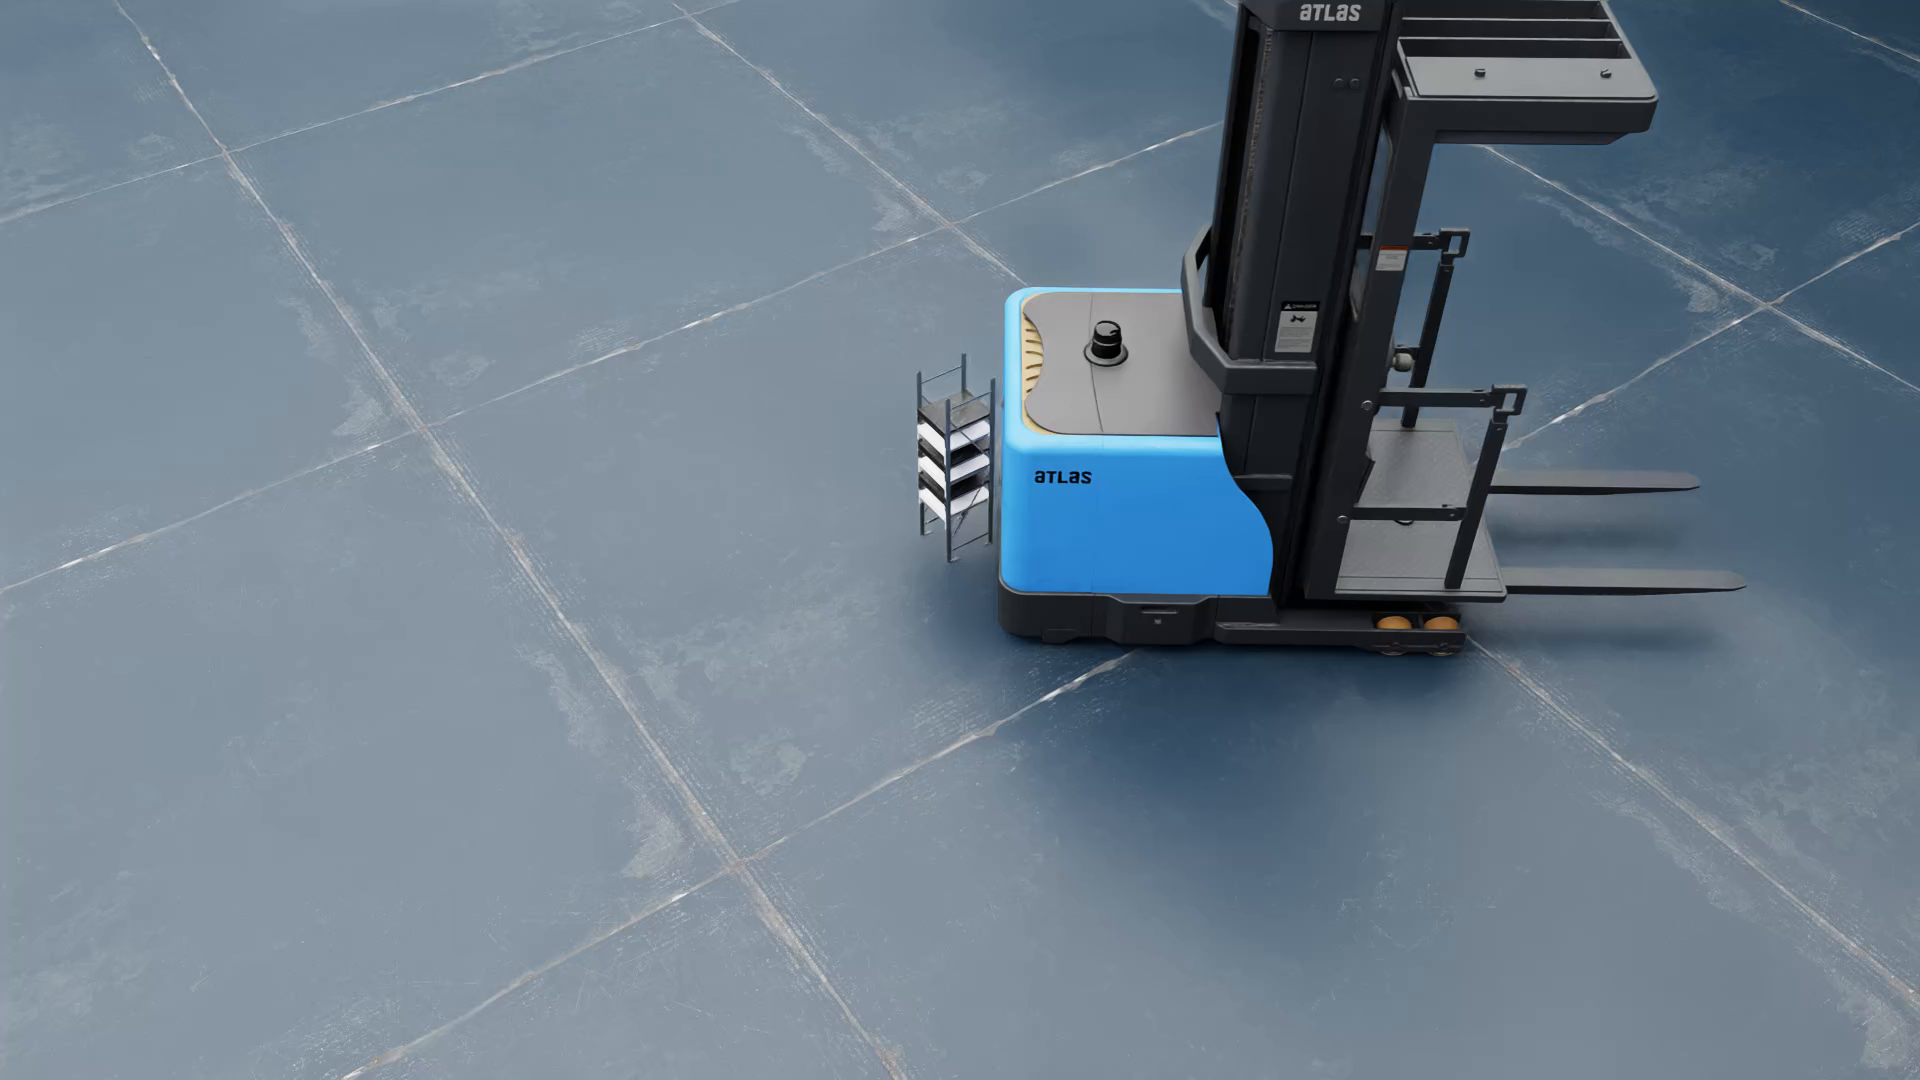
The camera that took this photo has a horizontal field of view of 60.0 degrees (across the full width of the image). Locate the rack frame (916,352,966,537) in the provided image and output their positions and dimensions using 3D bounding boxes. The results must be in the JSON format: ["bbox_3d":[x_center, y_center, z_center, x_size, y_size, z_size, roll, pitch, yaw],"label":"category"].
[{"bbox_3d":[-0.075,-0.388,6.996,0.240,0.900,0.006,-26,49,-24],"label":"rack frame"}]

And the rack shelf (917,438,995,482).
[{"bbox_3d":[-0.017,-0.371,6.896,0.258,0.077,0.200,-26,49,-24],"label":"rack shelf"}]

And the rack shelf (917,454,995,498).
[{"bbox_3d":[-0.017,-0.306,6.958,0.258,0.077,0.200,-26,49,-24],"label":"rack shelf"}]

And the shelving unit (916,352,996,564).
[{"bbox_3d":[-0.017,-0.330,6.935,0.258,0.900,0.210,-26,49,-24],"label":"shelving unit"}]

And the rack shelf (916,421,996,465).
[{"bbox_3d":[-0.017,-0.436,6.834,0.258,0.077,0.200,-26,49,-24],"label":"rack shelf"}]

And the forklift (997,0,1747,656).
[{"bbox_3d":[1.676,-0.963,6.127,3.031,2.935,1.130,1,44,1],"label":"forklift"}]

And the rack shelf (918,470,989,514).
[{"bbox_3d":[-0.017,-0.241,7.020,0.258,0.077,0.200,-26,49,-24],"label":"rack shelf"}]

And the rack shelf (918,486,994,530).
[{"bbox_3d":[-0.017,-0.176,7.082,0.258,0.077,0.200,-26,49,-24],"label":"rack shelf"}]

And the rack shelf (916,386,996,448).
[{"bbox_3d":[-0.017,-0.501,6.772,0.258,0.077,0.200,-26,49,-24],"label":"rack shelf"}]

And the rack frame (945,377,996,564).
[{"bbox_3d":[0.042,-0.273,6.875,0.240,0.900,0.006,-26,49,-24],"label":"rack frame"}]
